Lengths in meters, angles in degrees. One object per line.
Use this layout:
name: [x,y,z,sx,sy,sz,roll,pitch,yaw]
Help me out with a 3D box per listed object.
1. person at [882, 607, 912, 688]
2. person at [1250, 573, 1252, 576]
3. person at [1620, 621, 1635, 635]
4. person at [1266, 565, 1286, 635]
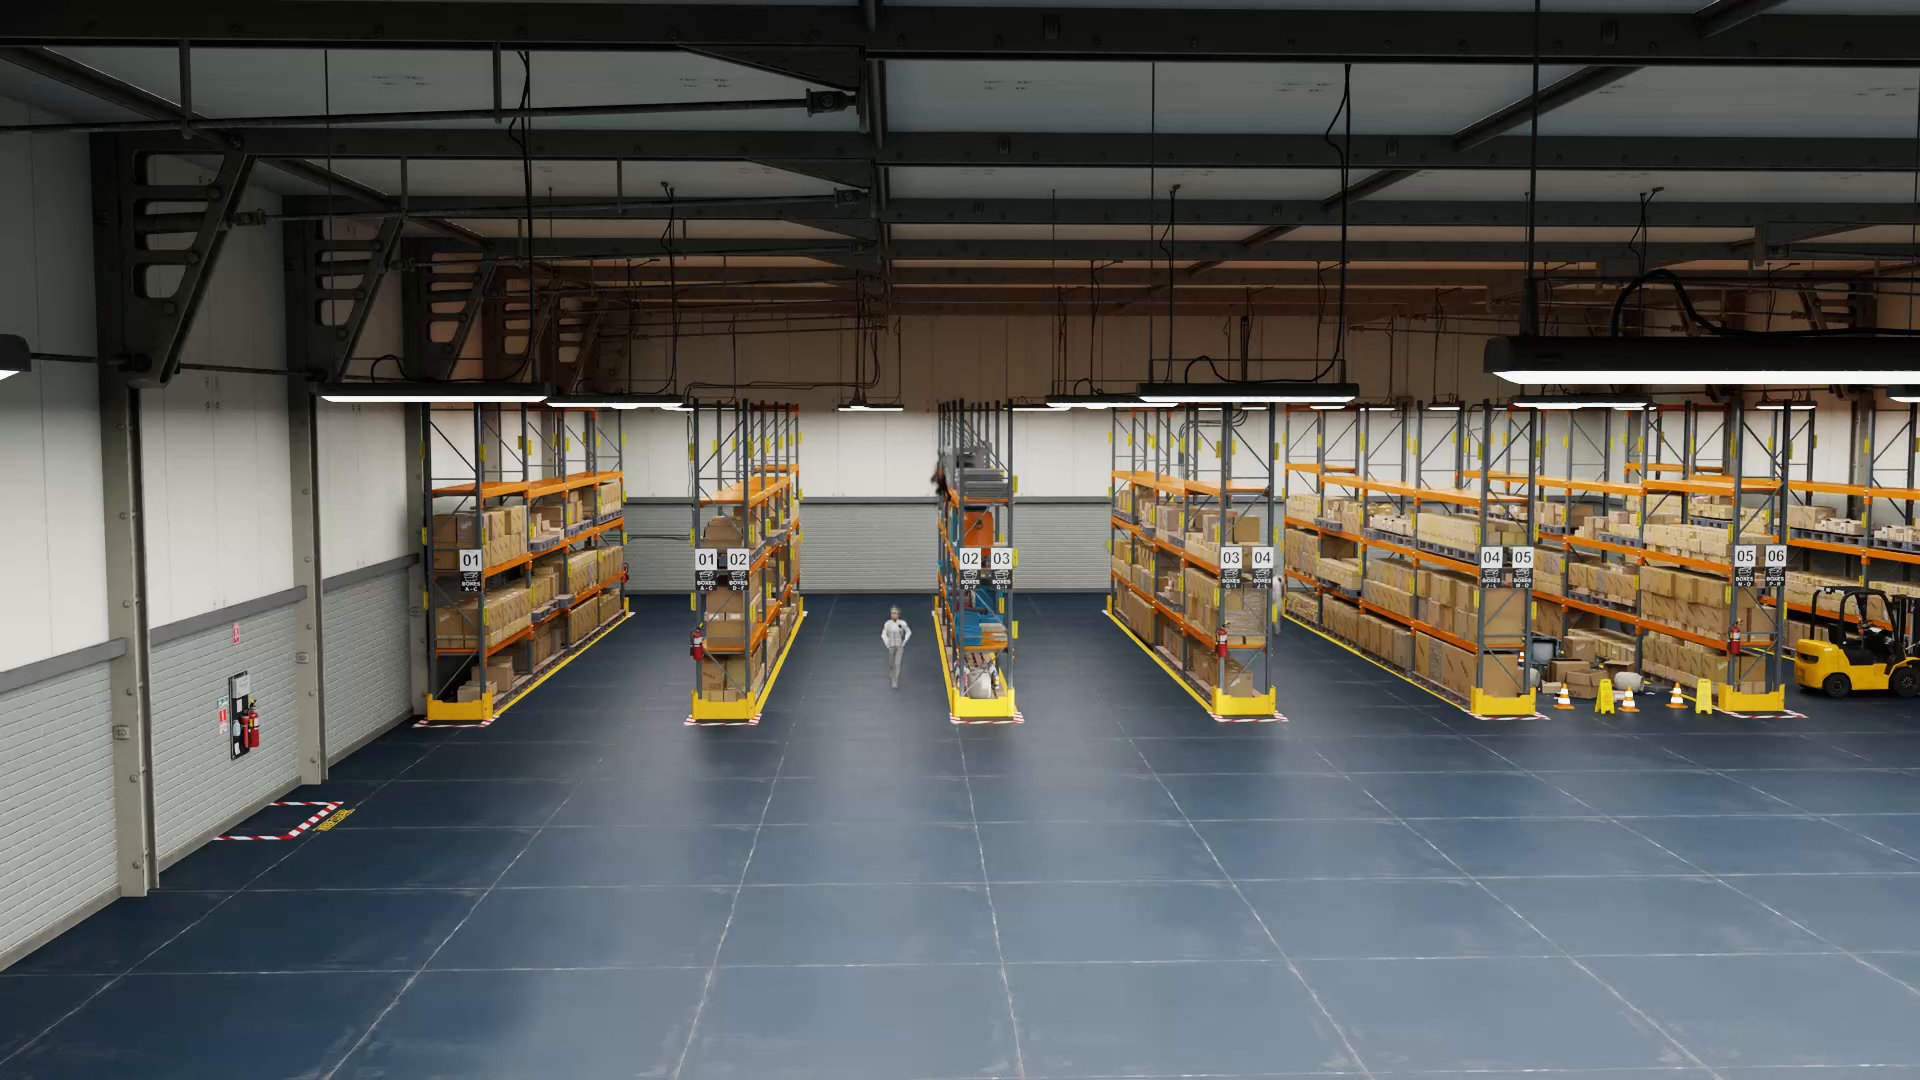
person: [-1.338,2.247,35.027,0.623,1.680,0.650,1,4,7]
person: [7.576,1.658,42.868,0.594,1.692,1.008,0,4,-4]
person: [16.706,1.703,41.338,0.708,1.856,0.840,0,4,-5]
person: [8.217,1.547,43.509,0.668,1.815,0.897,0,4,4]
